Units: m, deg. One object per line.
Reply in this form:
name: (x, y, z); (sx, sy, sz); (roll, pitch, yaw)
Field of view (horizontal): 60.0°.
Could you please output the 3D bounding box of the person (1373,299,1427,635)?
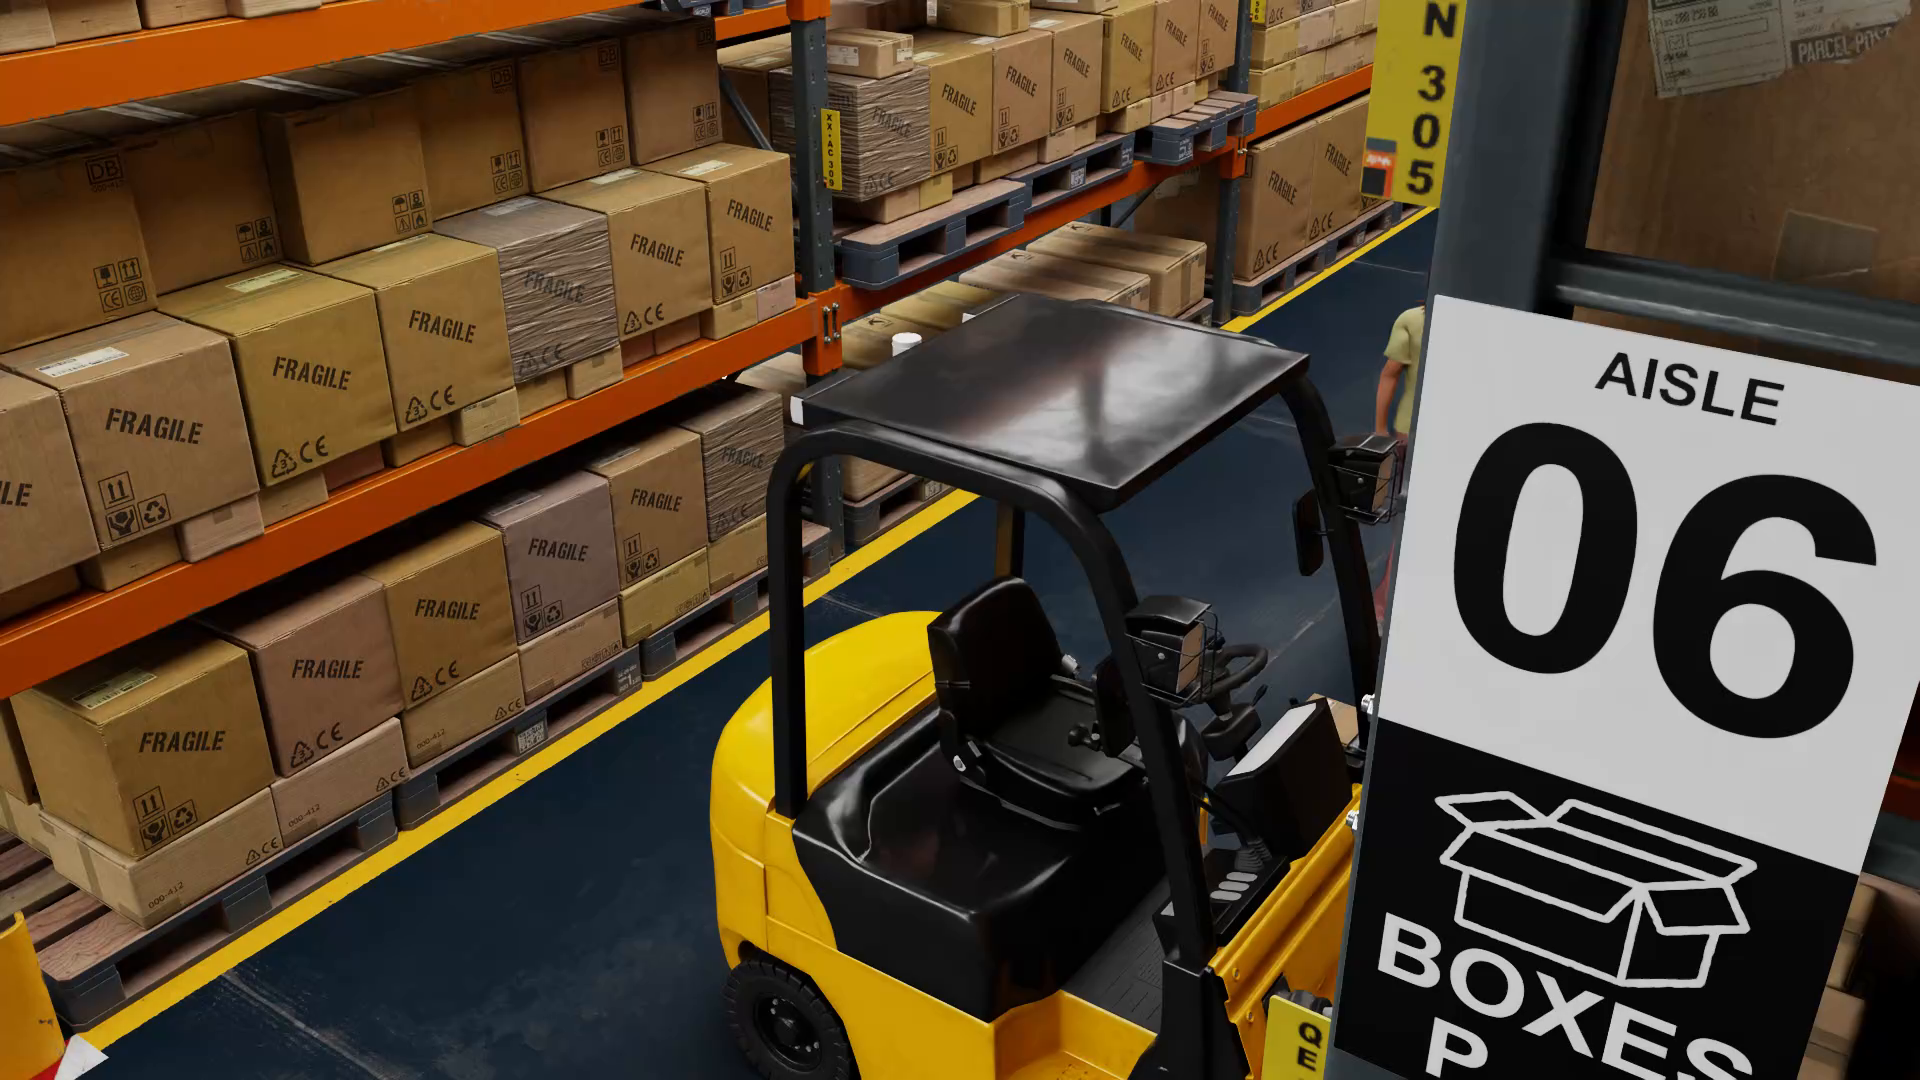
person: (2.041, -0.460, 6.993); (0.443, 1.635, 0.943); (24, 36, 39)
